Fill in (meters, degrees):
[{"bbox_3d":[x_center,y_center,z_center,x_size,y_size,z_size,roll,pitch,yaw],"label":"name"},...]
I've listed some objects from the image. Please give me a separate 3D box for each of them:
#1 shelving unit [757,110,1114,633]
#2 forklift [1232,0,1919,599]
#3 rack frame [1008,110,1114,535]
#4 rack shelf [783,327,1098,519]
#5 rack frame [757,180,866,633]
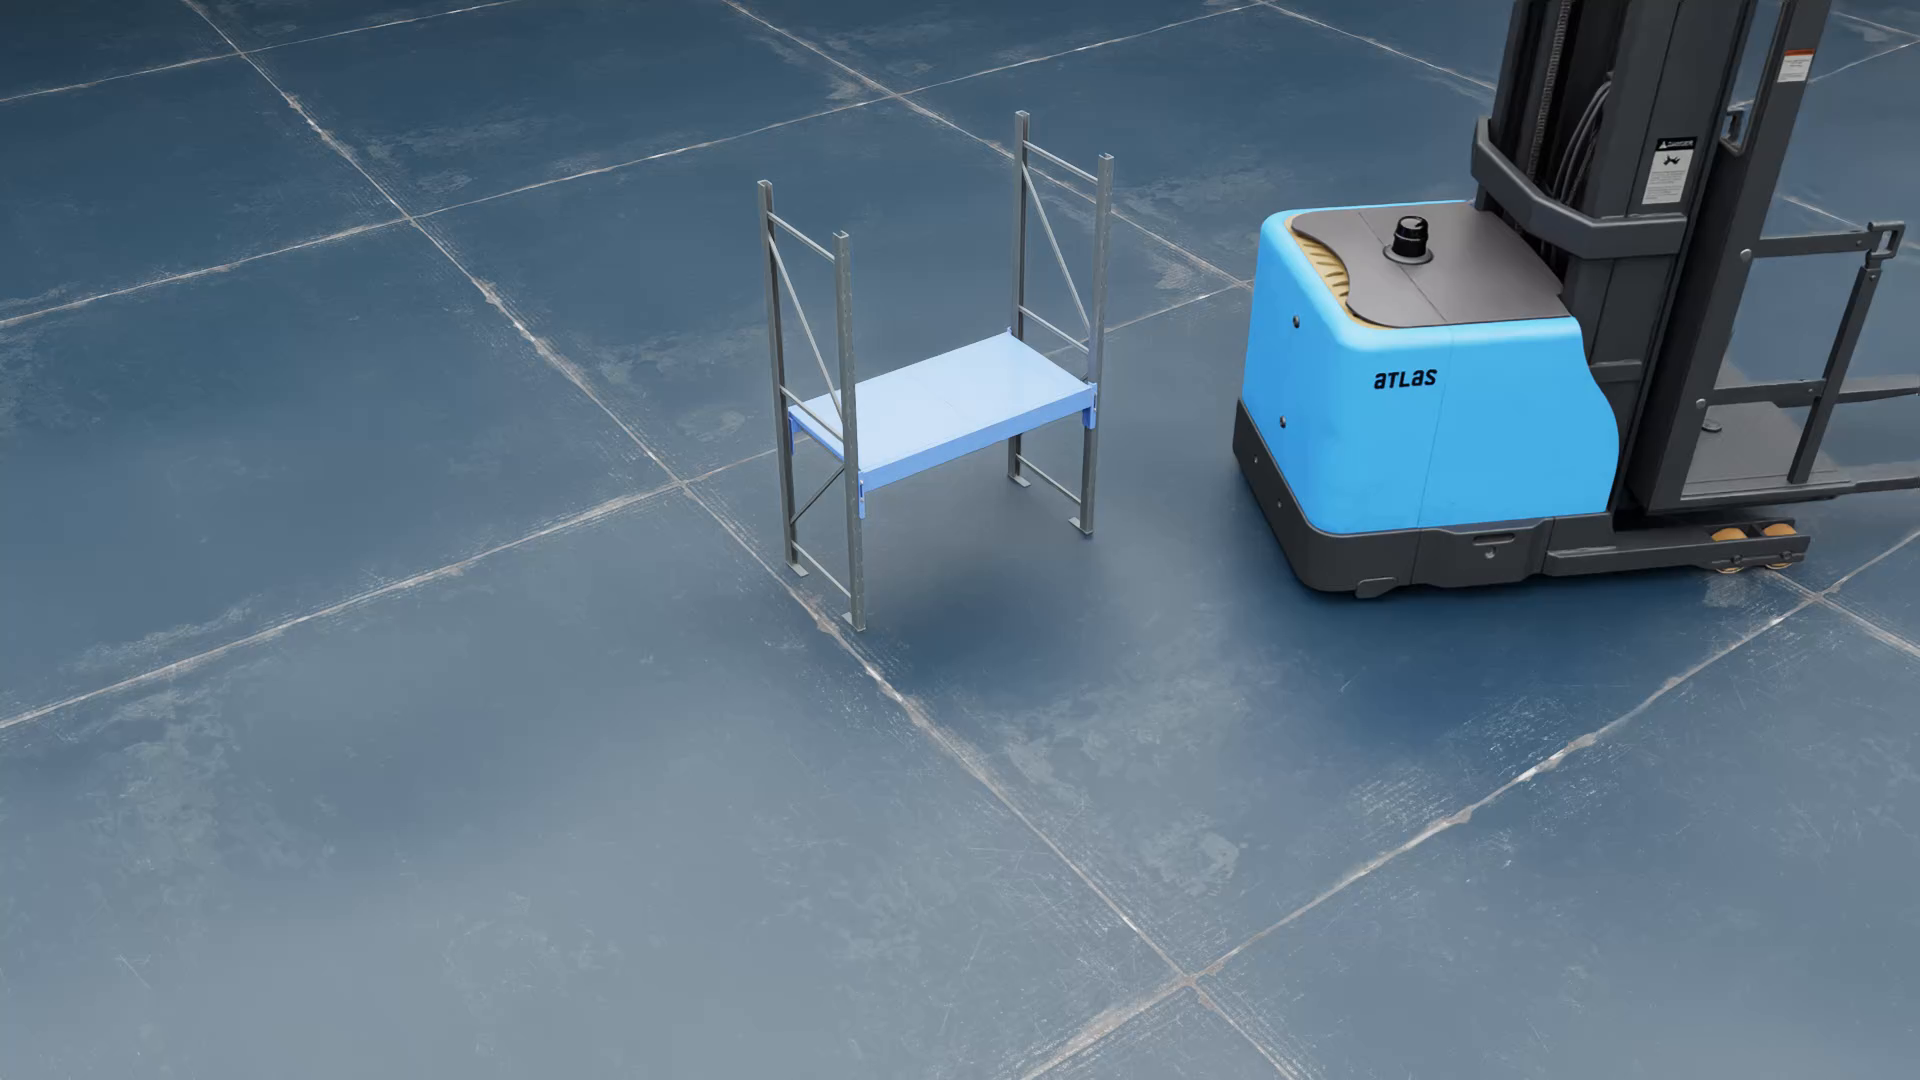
[{"bbox_3d":[-0.070,-0.580,5.772,1.048,1.500,0.538,-22,41,-28],"label":"shelving unit"},{"bbox_3d":[2.646,-1.369,5.643,3.031,2.935,1.130,-5,36,-7],"label":"forklift"},{"bbox_3d":[0.346,-0.751,6.010,0.032,1.500,0.500,-22,41,-28],"label":"rack frame"},{"bbox_3d":[-0.070,-0.434,5.877,1.000,0.185,0.538,-22,41,-28],"label":"rack shelf"},{"bbox_3d":[-0.485,-0.409,5.534,0.032,1.500,0.500,-22,41,-28],"label":"rack frame"}]
